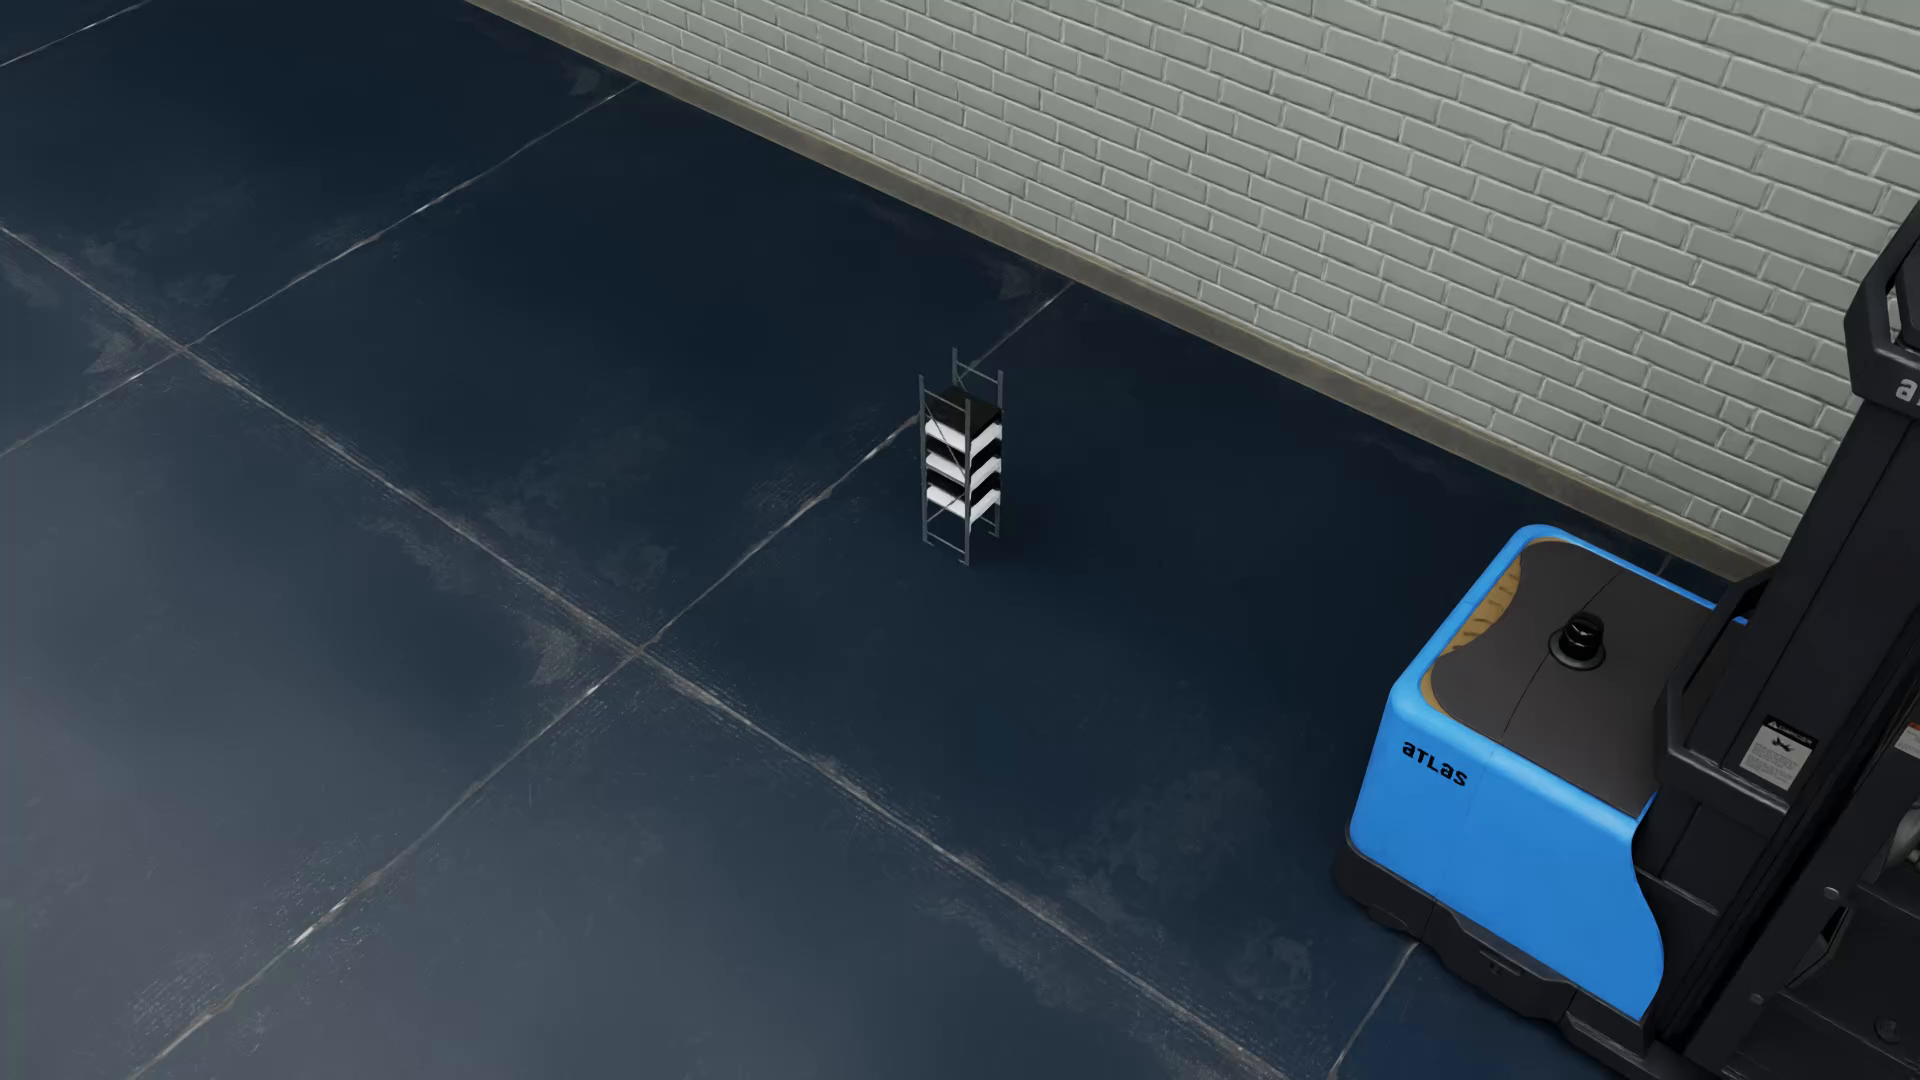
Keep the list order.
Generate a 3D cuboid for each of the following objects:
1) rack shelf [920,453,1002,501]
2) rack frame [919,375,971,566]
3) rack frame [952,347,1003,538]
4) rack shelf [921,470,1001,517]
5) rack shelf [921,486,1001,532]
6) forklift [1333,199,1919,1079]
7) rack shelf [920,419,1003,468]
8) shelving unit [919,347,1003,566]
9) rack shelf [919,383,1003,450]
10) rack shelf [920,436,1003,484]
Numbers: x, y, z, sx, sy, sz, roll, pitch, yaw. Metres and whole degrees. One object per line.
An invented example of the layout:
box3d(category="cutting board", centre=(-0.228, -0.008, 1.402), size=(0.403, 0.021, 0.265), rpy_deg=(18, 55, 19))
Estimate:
box3d(category="rack shelf", centre=(0.005, -0.292, 6.618), size=(0.258, 0.077, 0.200), rpy_deg=(29, 53, 25))
box3d(category="rack frame", centre=(-0.057, -0.257, 6.538), size=(0.240, 0.900, 0.006), rpy_deg=(29, 53, 25))
box3d(category="rack frame", centre=(0.067, -0.374, 6.649), size=(0.240, 0.900, 0.006), rpy_deg=(29, 53, 25))
box3d(category="rack shelf", centre=(0.005, -0.230, 6.683), size=(0.258, 0.077, 0.200), rpy_deg=(29, 53, 25))
box3d(category="rack shelf", centre=(0.005, -0.168, 6.748), size=(0.258, 0.077, 0.200), rpy_deg=(29, 53, 25))
box3d(category="forklift", centre=(2.748, 0.592, 4.323), size=(3.031, 2.935, 1.130), rpy_deg=(30, 53, 26))
box3d(category="rack shelf", centre=(0.005, -0.417, 6.488), size=(0.258, 0.077, 0.200), rpy_deg=(29, 53, 25))
box3d(category="shelving unit", centre=(0.005, -0.315, 6.594), size=(0.258, 0.900, 0.210), rpy_deg=(29, 53, 25))
box3d(category="rack shelf", centre=(0.005, -0.479, 6.423), size=(0.258, 0.077, 0.200), rpy_deg=(29, 53, 25))
box3d(category="rack shelf", centre=(0.005, -0.355, 6.553), size=(0.258, 0.077, 0.200), rpy_deg=(29, 53, 25))
